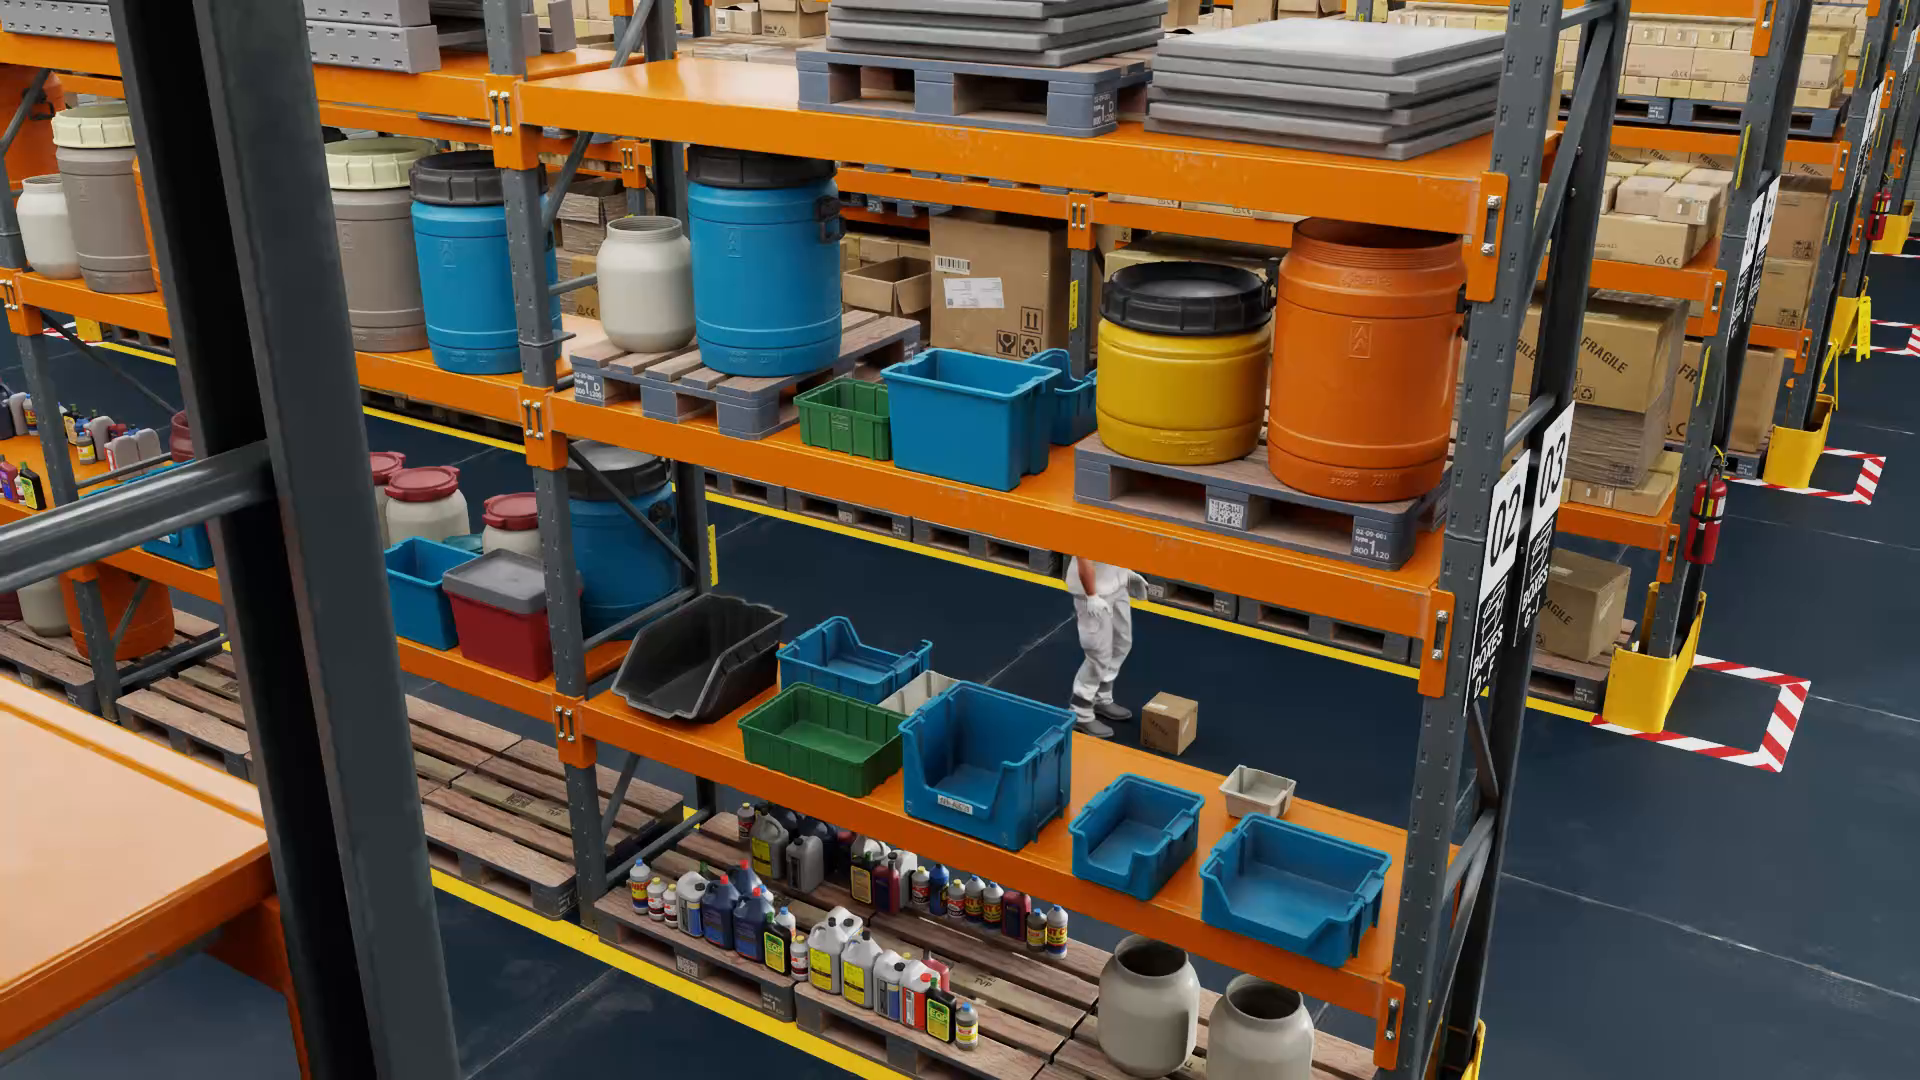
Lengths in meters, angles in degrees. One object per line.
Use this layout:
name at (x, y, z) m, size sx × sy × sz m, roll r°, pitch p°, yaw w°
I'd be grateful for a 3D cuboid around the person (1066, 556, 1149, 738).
person at (0.871, 0.301, 9.880) m, size 0.413 × 1.758 × 0.536 m, roll 14°, pitch 27°, yaw 30°
